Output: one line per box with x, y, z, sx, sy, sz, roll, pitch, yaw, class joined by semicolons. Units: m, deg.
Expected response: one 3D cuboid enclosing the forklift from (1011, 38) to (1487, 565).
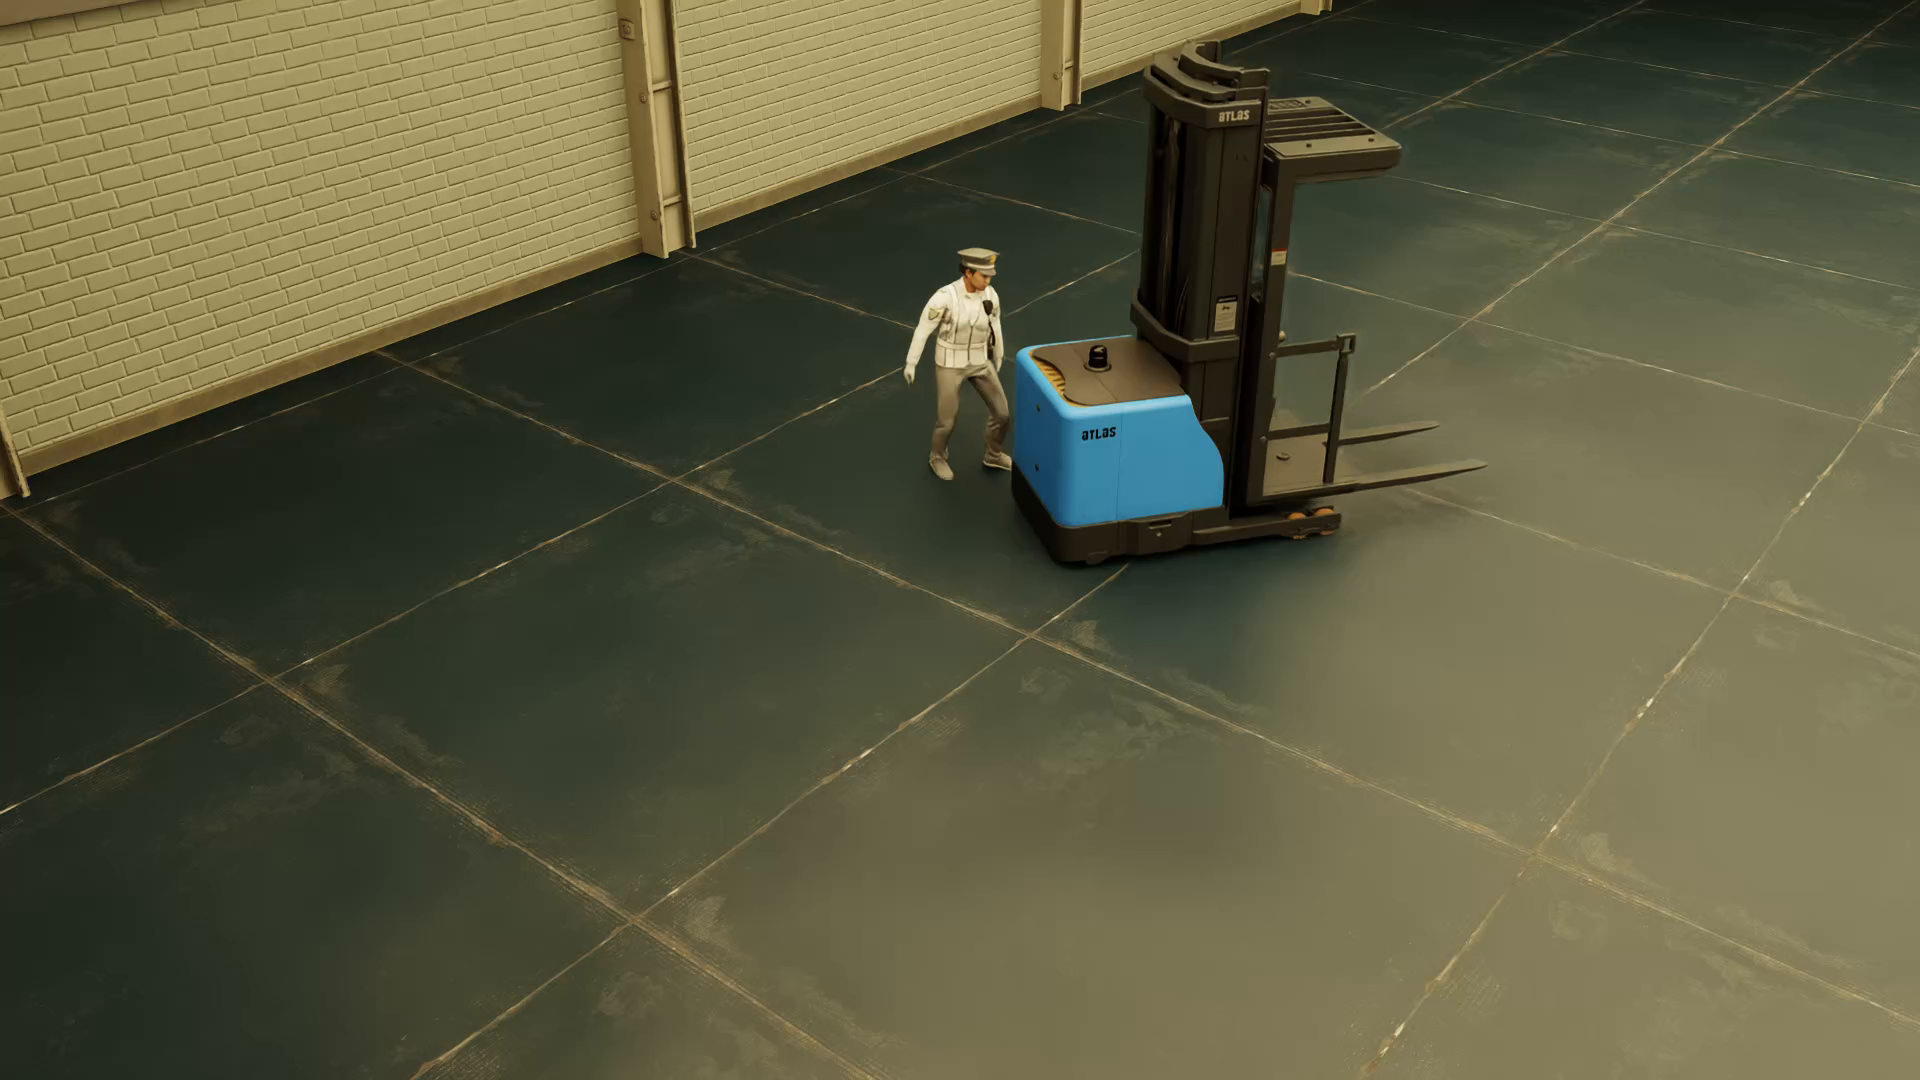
1.912;-1.519;10.194;3.031;2.935;1.130;-8;31;-14;forklift

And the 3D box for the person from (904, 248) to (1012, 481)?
0.032;-1.143;10.883;0.809;1.642;0.417;-11;32;-18;person
